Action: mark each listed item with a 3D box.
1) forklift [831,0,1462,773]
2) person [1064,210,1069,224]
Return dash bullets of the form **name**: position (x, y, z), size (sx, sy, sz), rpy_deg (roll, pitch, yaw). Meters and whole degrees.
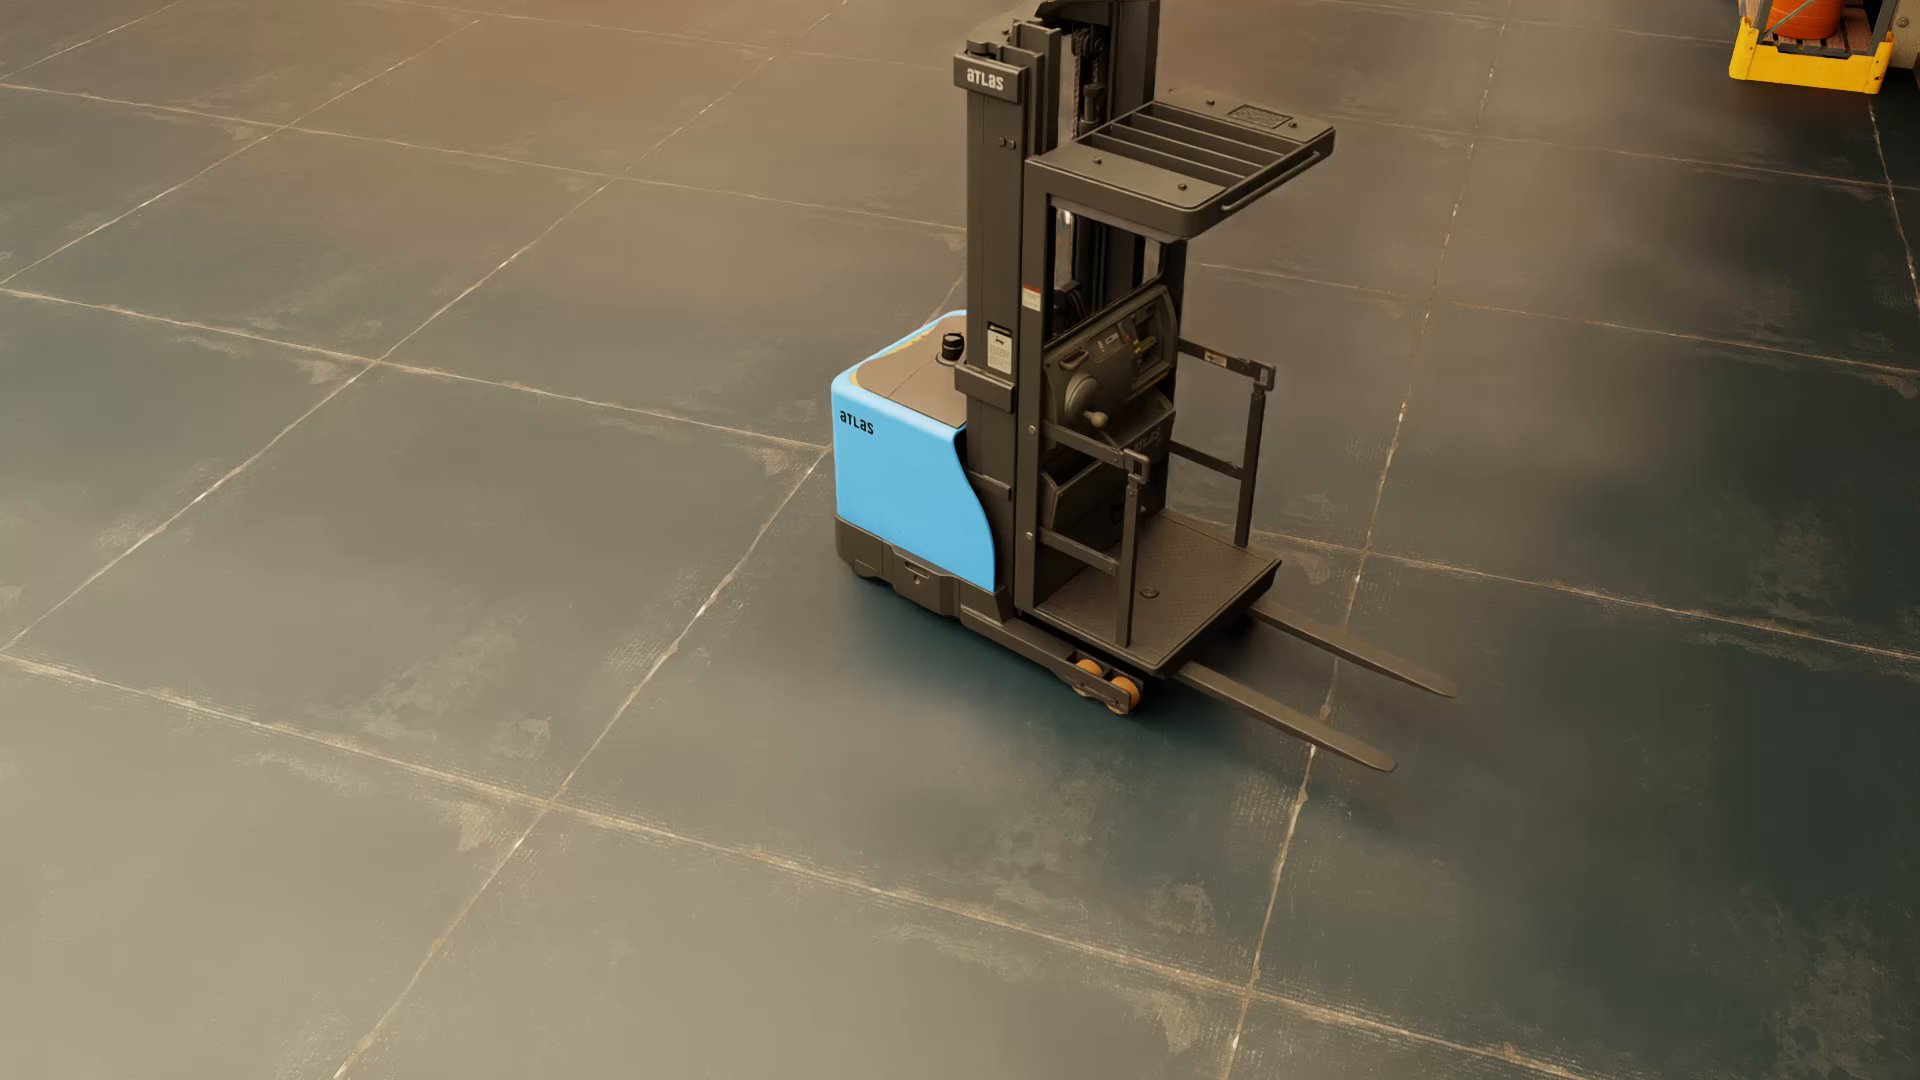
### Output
- **forklift**: position (0.831, -0.756, 7.177), size (3.031, 2.935, 1.130), rpy_deg (25, 43, 31)
- **person**: position (0.950, -1.944, 9.937), size (0.624, 1.726, 0.809), rpy_deg (8, 36, 11)
